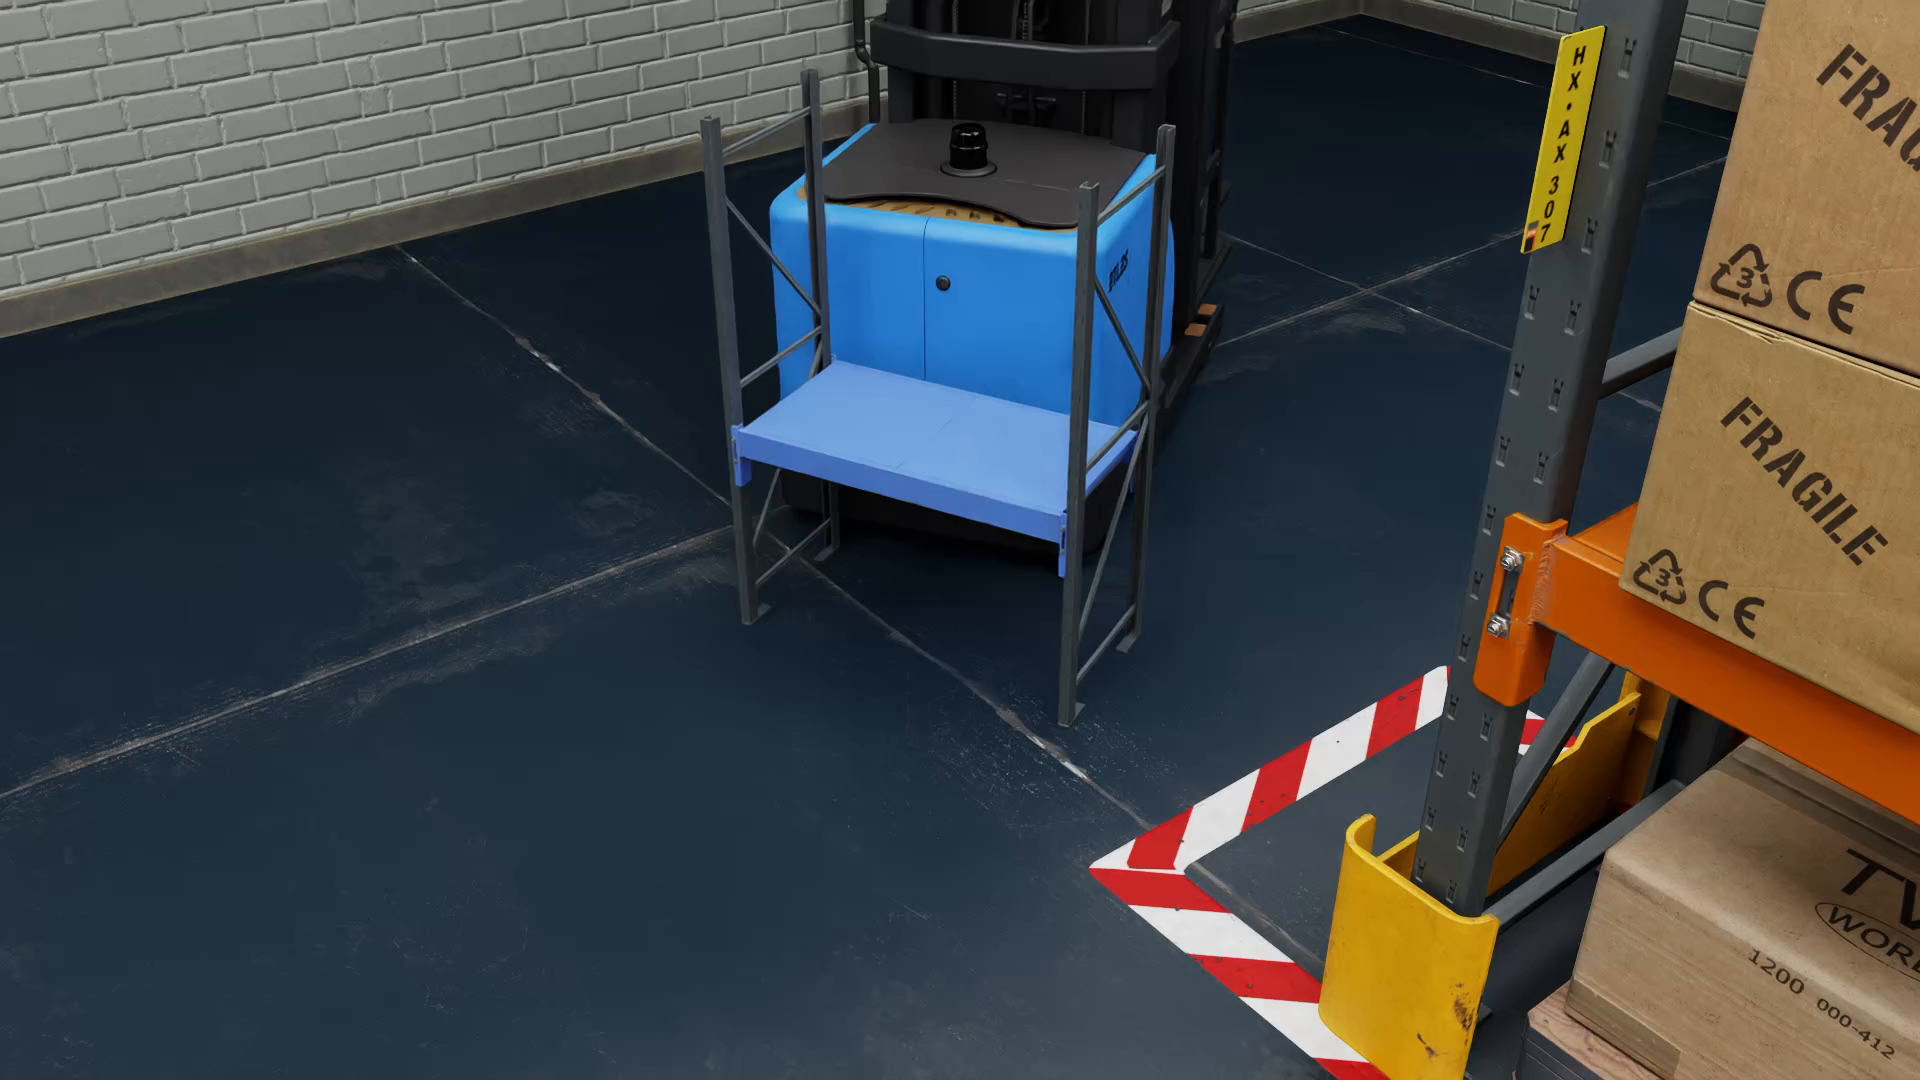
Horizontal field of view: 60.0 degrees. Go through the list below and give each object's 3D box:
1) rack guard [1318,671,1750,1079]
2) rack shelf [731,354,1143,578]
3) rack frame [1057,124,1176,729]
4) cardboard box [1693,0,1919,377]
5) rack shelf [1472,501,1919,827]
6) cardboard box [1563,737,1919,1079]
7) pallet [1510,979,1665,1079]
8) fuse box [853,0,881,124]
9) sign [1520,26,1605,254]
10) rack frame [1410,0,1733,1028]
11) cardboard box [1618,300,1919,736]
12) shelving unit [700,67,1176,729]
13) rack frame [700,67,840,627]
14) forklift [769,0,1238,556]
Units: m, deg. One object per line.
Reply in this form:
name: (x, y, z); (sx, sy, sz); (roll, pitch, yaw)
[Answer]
rack guard: (1.316, 0.689, 3.666); (1.175, 0.500, 0.348); (-22, 38, -31)
rack shelf: (-0.057, -0.225, 4.532); (1.000, 0.185, 0.538); (16, 35, 23)
rack frame: (0.392, -0.252, 4.235); (0.032, 1.500, 0.500); (16, 35, 23)
cardboard box: (1.400, -0.538, 2.230); (0.500, 0.500, 0.500); (-23, 39, -32)
rack shelf: (2.557, 0.777, 1.838); (1.077, 0.370, 4.000); (-22, 38, -31)
cardboard box: (1.815, 0.790, 3.165); (0.875, 0.438, 0.875); (-24, 39, -33)
pallet: (1.883, 1.130, 3.231); (1.003, 0.211, 1.213); (-22, 38, -31)
fuse box: (-0.396, -2.776, 8.099); (0.539, 1.711, 0.414); (-22, 38, -31)
sign: (0.889, -0.587, 2.456); (0.100, 0.325, 0.005); (-22, 38, -31)
rack frame: (1.331, -0.363, 2.991); (1.000, 3.000, 0.127); (-22, 38, -31)
cardboard box: (1.399, -0.112, 2.493); (0.500, 0.500, 0.500); (-23, 38, -32)
shelving unit: (-0.057, -0.378, 4.437); (1.048, 1.500, 0.538); (16, 35, 23)
rack frame: (-0.506, -0.504, 4.640); (0.032, 1.500, 0.500); (16, 35, 23)
forklift: (0.391, -1.963, 5.632); (1.130, 2.935, 3.031); (10, 33, 16)
